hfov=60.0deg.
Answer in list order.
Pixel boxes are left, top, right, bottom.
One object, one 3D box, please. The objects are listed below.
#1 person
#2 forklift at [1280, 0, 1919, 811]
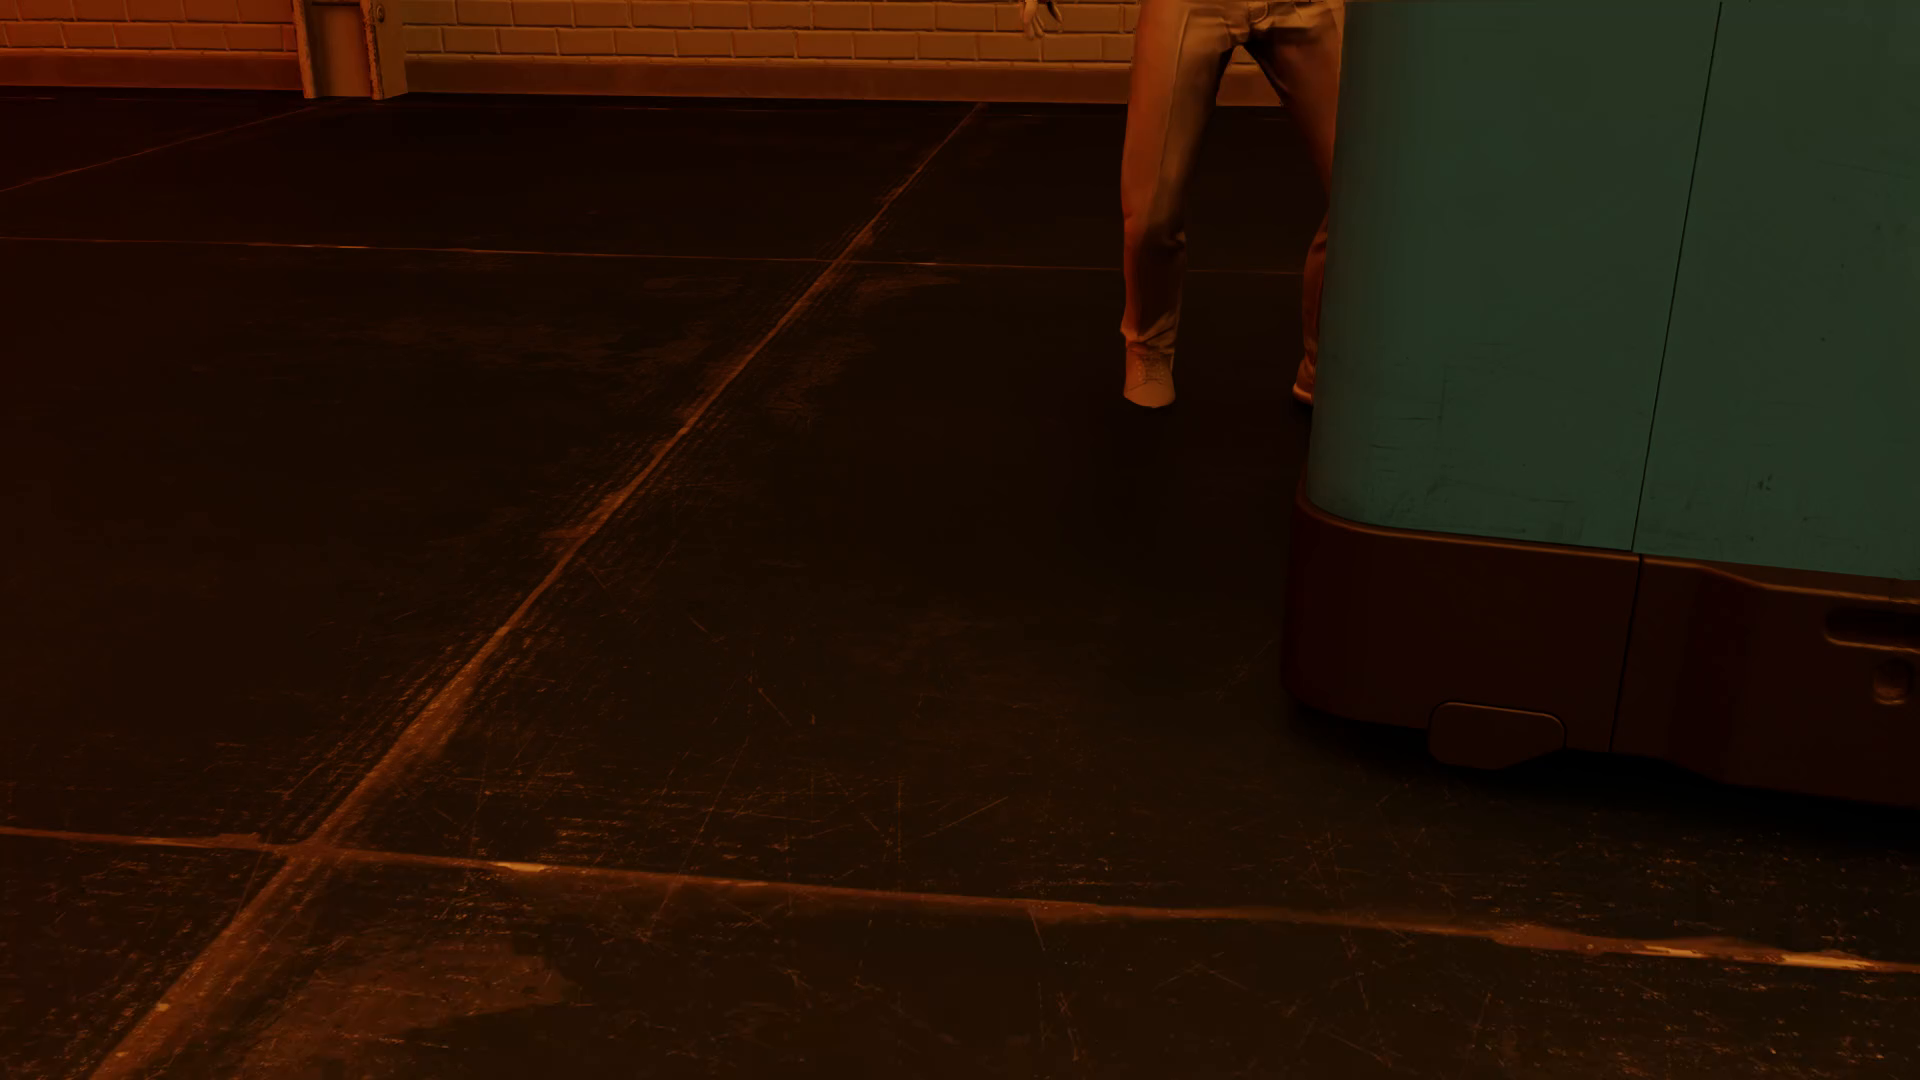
[{"bbox_3d":[0.509,-0.990,3.066,0.814,1.644,0.454,3,22,8],"label":"person"},{"bbox_3d":[1.972,-1.119,1.531,3.031,2.935,1.130,6,23,15],"label":"forklift"}]
